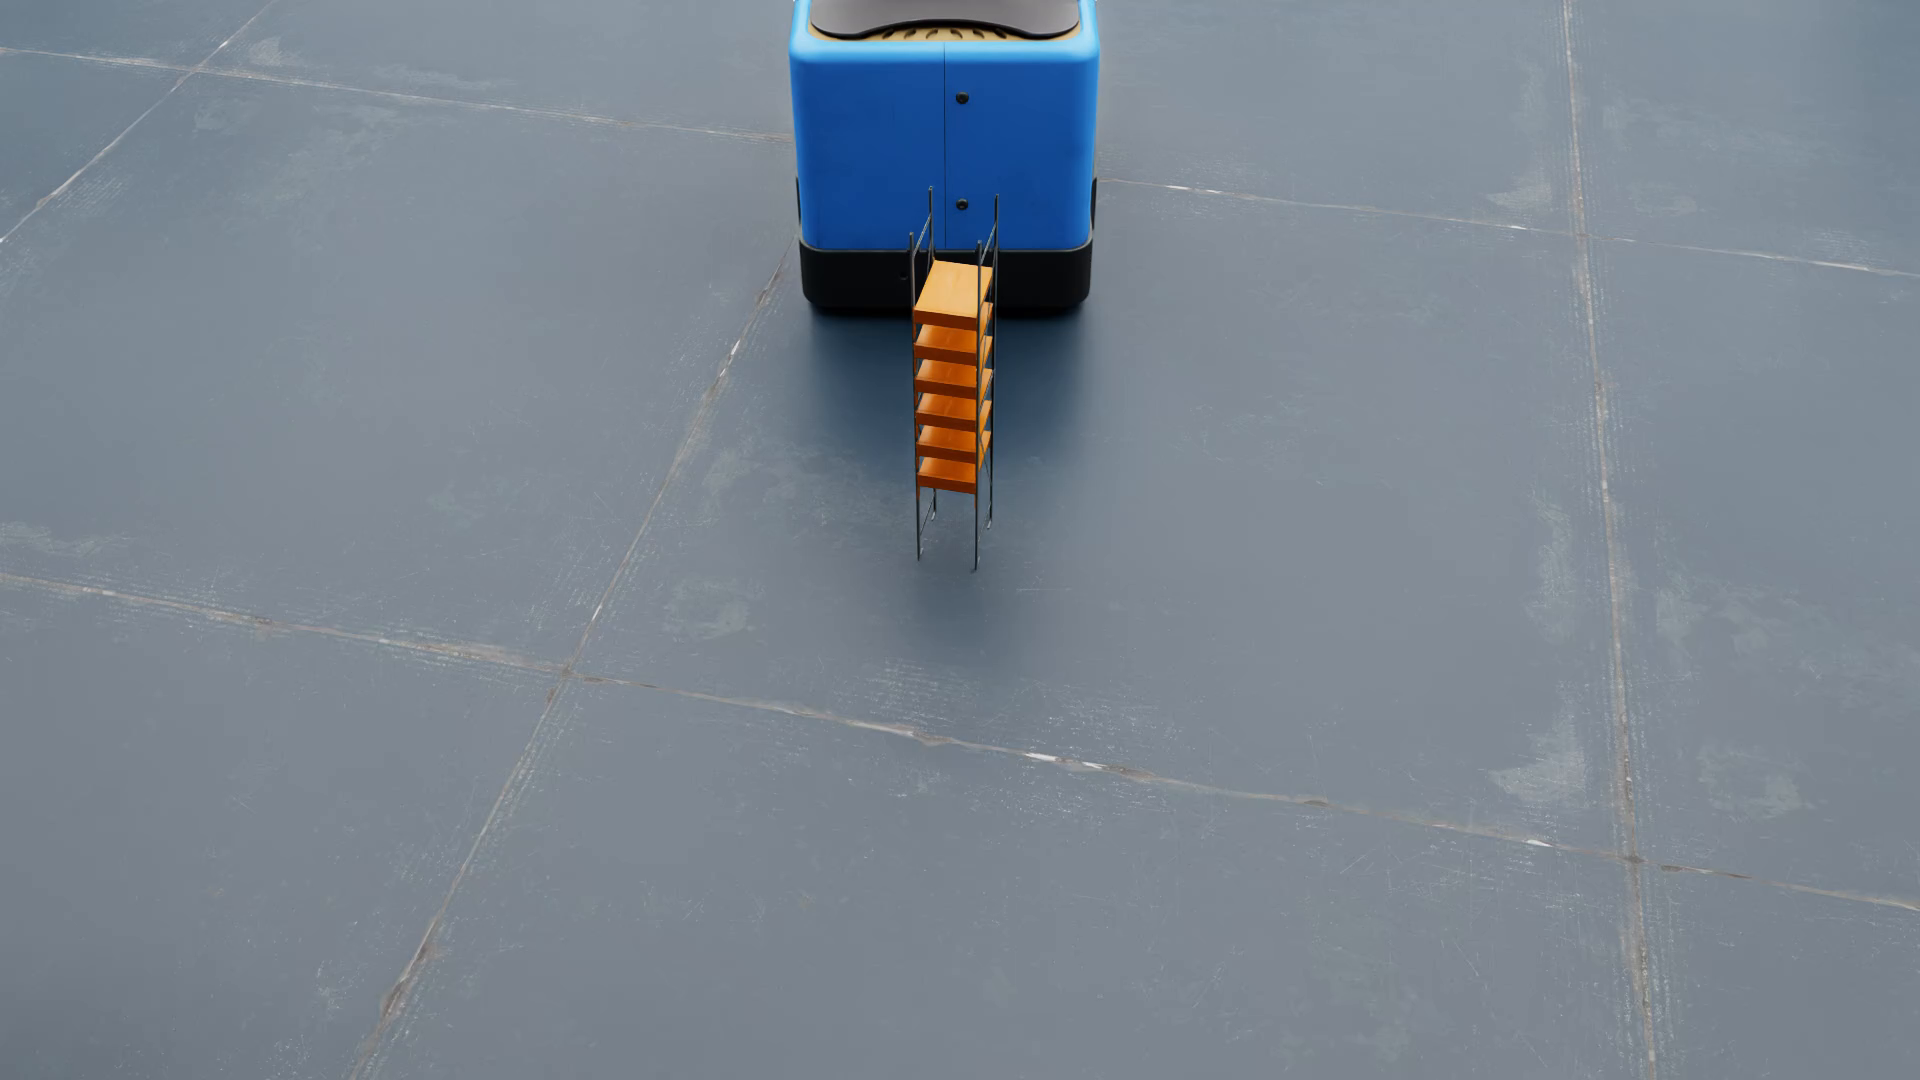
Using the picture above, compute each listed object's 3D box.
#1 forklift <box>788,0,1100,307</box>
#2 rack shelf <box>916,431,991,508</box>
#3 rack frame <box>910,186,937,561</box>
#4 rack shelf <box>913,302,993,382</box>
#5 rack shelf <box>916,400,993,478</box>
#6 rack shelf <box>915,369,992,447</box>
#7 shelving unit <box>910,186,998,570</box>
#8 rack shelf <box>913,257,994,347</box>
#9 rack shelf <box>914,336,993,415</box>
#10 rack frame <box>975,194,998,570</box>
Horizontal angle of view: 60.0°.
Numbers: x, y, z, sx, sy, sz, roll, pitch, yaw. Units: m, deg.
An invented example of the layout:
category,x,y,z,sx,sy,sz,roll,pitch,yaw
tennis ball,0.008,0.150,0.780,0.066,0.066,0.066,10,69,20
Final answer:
category,x,y,z,sx,sy,sz,roll,pitch,yaw
forklift,-0.052,-2.897,6.146,1.130,2.935,3.031,0,44,0
rack shelf,-0.014,-0.230,5.033,0.180,0.103,0.258,9,45,9
rack frame,-0.103,-0.448,4.851,0.006,1.200,0.240,9,45,9
rack shelf,-0.014,-0.575,4.701,0.180,0.103,0.258,9,45,9
rack shelf,-0.014,-0.316,4.950,0.180,0.103,0.258,9,45,9
rack shelf,-0.014,-0.402,4.867,0.180,0.103,0.258,9,45,9
shelving unit,-0.014,-0.434,4.836,0.189,1.200,0.258,9,45,9
rack shelf,-0.014,-0.662,4.617,0.180,0.103,0.258,9,45,9
rack shelf,-0.014,-0.489,4.784,0.180,0.103,0.258,9,45,9
rack frame,0.075,-0.421,4.822,0.006,1.200,0.240,9,45,9
